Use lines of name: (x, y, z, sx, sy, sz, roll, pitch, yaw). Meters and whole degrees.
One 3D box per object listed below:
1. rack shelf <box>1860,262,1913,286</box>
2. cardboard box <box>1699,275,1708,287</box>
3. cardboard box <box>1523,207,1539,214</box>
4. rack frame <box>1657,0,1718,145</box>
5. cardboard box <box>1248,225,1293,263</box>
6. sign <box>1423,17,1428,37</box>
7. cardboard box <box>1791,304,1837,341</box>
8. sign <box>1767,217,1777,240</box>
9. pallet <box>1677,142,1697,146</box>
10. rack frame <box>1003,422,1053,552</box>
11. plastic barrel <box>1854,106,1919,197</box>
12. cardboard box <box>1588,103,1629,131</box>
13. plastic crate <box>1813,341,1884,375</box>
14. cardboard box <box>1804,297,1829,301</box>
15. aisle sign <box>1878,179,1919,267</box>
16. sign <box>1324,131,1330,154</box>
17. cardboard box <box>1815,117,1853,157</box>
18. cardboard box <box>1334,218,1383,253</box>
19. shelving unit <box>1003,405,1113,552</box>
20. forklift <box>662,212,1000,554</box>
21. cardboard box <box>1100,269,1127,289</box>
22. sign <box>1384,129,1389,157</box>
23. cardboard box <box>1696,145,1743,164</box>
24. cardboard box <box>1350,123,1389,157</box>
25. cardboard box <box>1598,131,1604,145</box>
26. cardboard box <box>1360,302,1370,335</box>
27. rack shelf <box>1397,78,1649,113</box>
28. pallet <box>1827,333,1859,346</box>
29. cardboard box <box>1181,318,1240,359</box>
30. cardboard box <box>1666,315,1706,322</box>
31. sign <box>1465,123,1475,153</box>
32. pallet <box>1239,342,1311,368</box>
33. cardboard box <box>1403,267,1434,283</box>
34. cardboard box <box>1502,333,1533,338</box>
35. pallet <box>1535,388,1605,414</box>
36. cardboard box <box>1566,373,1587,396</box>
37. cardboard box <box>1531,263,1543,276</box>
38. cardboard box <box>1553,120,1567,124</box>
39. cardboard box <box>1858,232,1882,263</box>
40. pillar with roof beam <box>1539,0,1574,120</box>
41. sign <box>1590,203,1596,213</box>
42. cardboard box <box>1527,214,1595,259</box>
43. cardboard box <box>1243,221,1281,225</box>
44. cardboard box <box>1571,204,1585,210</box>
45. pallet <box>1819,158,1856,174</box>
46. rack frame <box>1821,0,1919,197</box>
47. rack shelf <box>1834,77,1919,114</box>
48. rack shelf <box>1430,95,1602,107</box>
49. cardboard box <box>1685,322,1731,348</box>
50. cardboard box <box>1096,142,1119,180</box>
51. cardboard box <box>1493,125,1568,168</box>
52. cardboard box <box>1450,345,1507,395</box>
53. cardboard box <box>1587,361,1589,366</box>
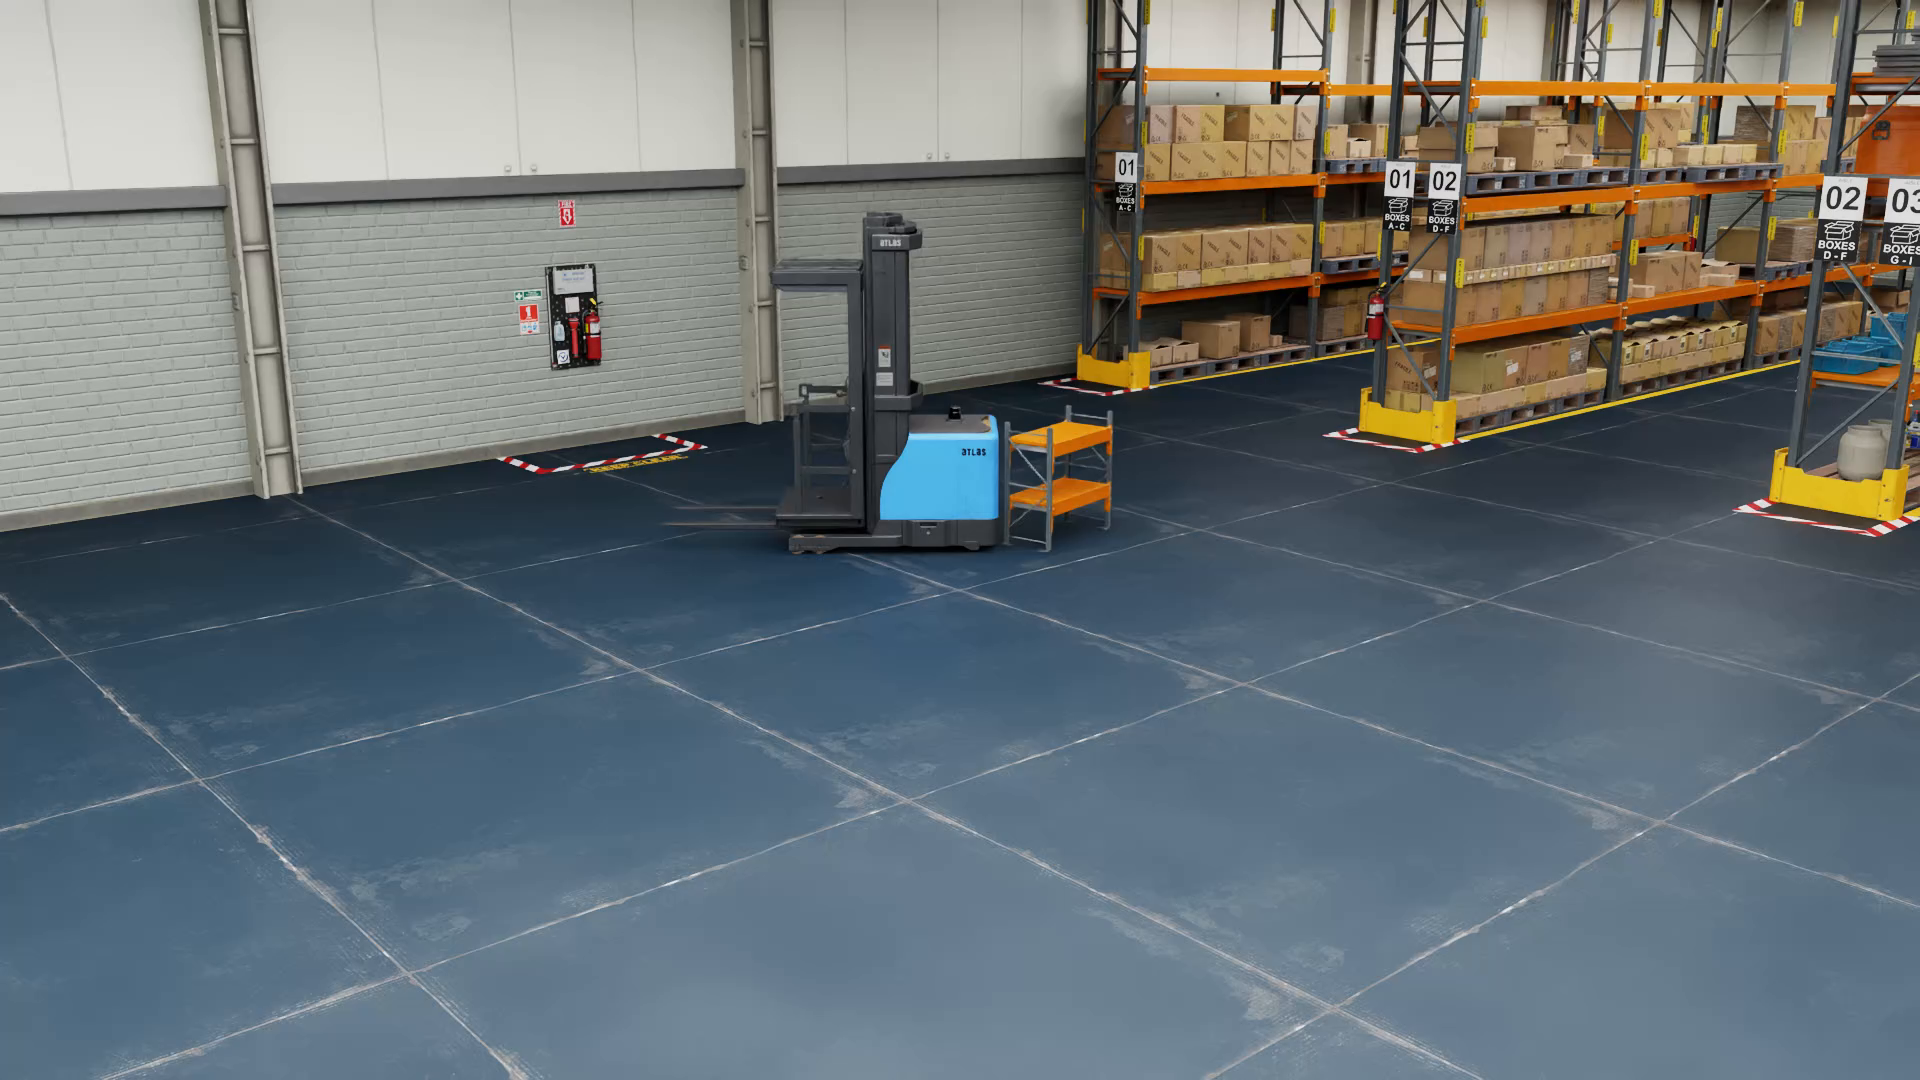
rack shelf: (15.926, -4.733, 28.550, 4.000, 0.370, 1.077, -13, 19, -39)
cardboard box: (10.475, -3.716, 23.835, 0.250, 0.149, 0.380, -11, 18, -35)
cardboard box: (9.818, -5.883, 29.199, 0.500, 0.250, 0.500, -13, 20, -40)
rack frame: (14.181, -9.281, 32.560, 0.127, 3.000, 1.000, -13, 19, -39)
cardboard box: (4.602, -4.424, 24.797, 0.500, 0.500, 0.500, -13, 20, -40)
sign: (7.779, -8.561, 27.747, 0.005, 0.325, 0.100, -13, 19, -39)
cardboard box: (13.477, -3.440, 26.308, 0.500, 0.500, 0.500, -12, 19, -39)
sign: (11.767, -4.516, 24.100, 0.005, 0.325, 0.100, -13, 19, -39)
pallet: (13.628, -7.662, 32.480, 1.213, 0.211, 1.003, -13, 19, -39)
rack frame: (0.606, -0.473, 14.843, 0.500, 1.125, 0.032, 11, 18, 35)
plastic barrel: (8.897, -3.710, 15.870, 0.708, 0.830, 0.600, -13, 19, -39)
cardboard box: (11.885, -7.762, 30.513, 0.500, 0.500, 0.500, -13, 20, -40)
plastic crate: (8.795, -1.815, 16.521, 0.616, 0.251, 0.499, -13, 19, -39)
cardboard box: (13.893, -3.712, 27.326, 0.500, 0.500, 0.500, -14, 20, -42)
aisle sign: (8.752, -2.931, 15.371, 0.004, 0.787, 0.394, -13, 19, -39)
sign: (5.490, -5.945, 24.879, 0.005, 0.325, 0.100, -13, 19, -39)
cardboard box: (13.500, -6.302, 26.016, 0.600, 0.600, 0.600, -13, 20, -40)
cardboard box: (6.437, -4.901, 26.741, 0.500, 0.500, 0.700, -10, 18, -32)
shelving unit: (0.906, -0.579, 15.240, 0.538, 1.125, 1.048, 11, 18, 35)
forklift: (-1.164, -1.429, 14.920, 3.031, 2.935, 1.130, 0, 15, 0)
cardboard box: (2.336, -3.727, 23.641, 0.500, 0.250, 0.500, -12, 19, -39)
sign: (5.019, -4.655, 19.492, 0.005, 0.325, 0.100, -13, 19, -39)
cardboard box: (10.711, -5.463, 23.556, 0.500, 0.250, 0.500, -12, 19, -38)
cardboard box: (6.523, -6.336, 26.340, 0.500, 0.500, 0.500, -14, 20, -41)
cardboard box: (11.857, -7.399, 30.608, 0.500, 0.250, 0.500, -13, 20, -40)
cardboard box: (6.441, -3.659, 27.126, 0.500, 0.500, 0.700, -12, 19, -39)
rack shelf: (6.874, -5.405, 20.217, 4.000, 0.370, 1.077, -13, 19, -39)
pallet: (13.829, -3.249, 27.005, 1.213, 0.211, 1.003, -13, 19, -39)
cardboard box: (3.708, -2.988, 24.616, 0.500, 0.500, 0.700, -14, 21, -43)
cardboard box: (10.812, -3.178, 24.762, 0.500, 0.311, 0.500, -12, 19, -38)
sign: (5.725, -4.509, 18.660, 0.005, 0.325, 0.100, -13, 19, -39)
pallet: (4.645, -2.882, 25.631, 1.213, 0.211, 1.003, -13, 19, -39)
cardboard box: (5.528, -3.172, 19.863, 0.250, 0.149, 0.380, -13, 20, -40)
cardboard box: (7.073, -2.436, 21.619, 0.500, 0.500, 0.500, -13, 19, -39)
pallet: (7.755, -1.913, 22.001, 1.213, 0.211, 1.003, -13, 19, -39)
cardboard box: (7.793, -2.057, 21.653, 0.500, 0.250, 0.500, -13, 19, -39)
cardboard box: (6.963, -3.355, 20.548, 0.250, 0.149, 0.380, -12, 19, -39)
cardboard box: (10.427, -7.288, 29.862, 0.500, 0.500, 0.700, -14, 20, -42)
cardboard box: (14.981, -4.823, 27.301, 0.500, 0.500, 0.500, -12, 19, -38)
pillar with roof beam: (13.949, -8.053, 27.960, 0.400, 9.000, 9.100, -13, 19, -39)
sign: (11.527, -6.123, 30.268, 0.005, 0.325, 0.100, -13, 19, -39)
cardboard box: (7.672, -3.899, 21.328, 0.500, 0.500, 0.700, -13, 20, -39)
cardboard box: (4.636, -4.611, 25.497, 0.500, 0.500, 0.500, -13, 20, -41)
cardboard box: (10.979, -6.140, 30.164, 0.500, 0.250, 0.500, -12, 19, -38)
pallet: (13.099, -5.827, 25.804, 1.003, 0.211, 1.213, -13, 19, -39)
rack frame: (8.614, -4.642, 15.192, 0.127, 3.000, 1.000, -13, 19, -39)
rack shelf: (10.123, -4.440, 16.605, 4.000, 0.370, 1.077, -13, 19, -39)
rack shelf: (9.654, -7.724, 28.899, 4.000, 0.370, 1.077, -13, 19, -39)
cardboard box: (10.779, -2.983, 24.034, 0.500, 0.311, 0.500, -13, 20, -40)
cardboard box: (2.259, -5.300, 23.233, 0.500, 0.500, 0.500, -11, 18, -35)
cardboard box: (7.057, -4.902, 20.690, 0.637, 0.503, 0.797, -10, 18, -33)
cardboard box: (6.292, -2.078, 20.279, 0.500, 0.500, 0.500, -13, 19, -39)
cardboard box: (8.505, -2.388, 22.890, 0.500, 0.250, 0.500, -13, 20, -40)
